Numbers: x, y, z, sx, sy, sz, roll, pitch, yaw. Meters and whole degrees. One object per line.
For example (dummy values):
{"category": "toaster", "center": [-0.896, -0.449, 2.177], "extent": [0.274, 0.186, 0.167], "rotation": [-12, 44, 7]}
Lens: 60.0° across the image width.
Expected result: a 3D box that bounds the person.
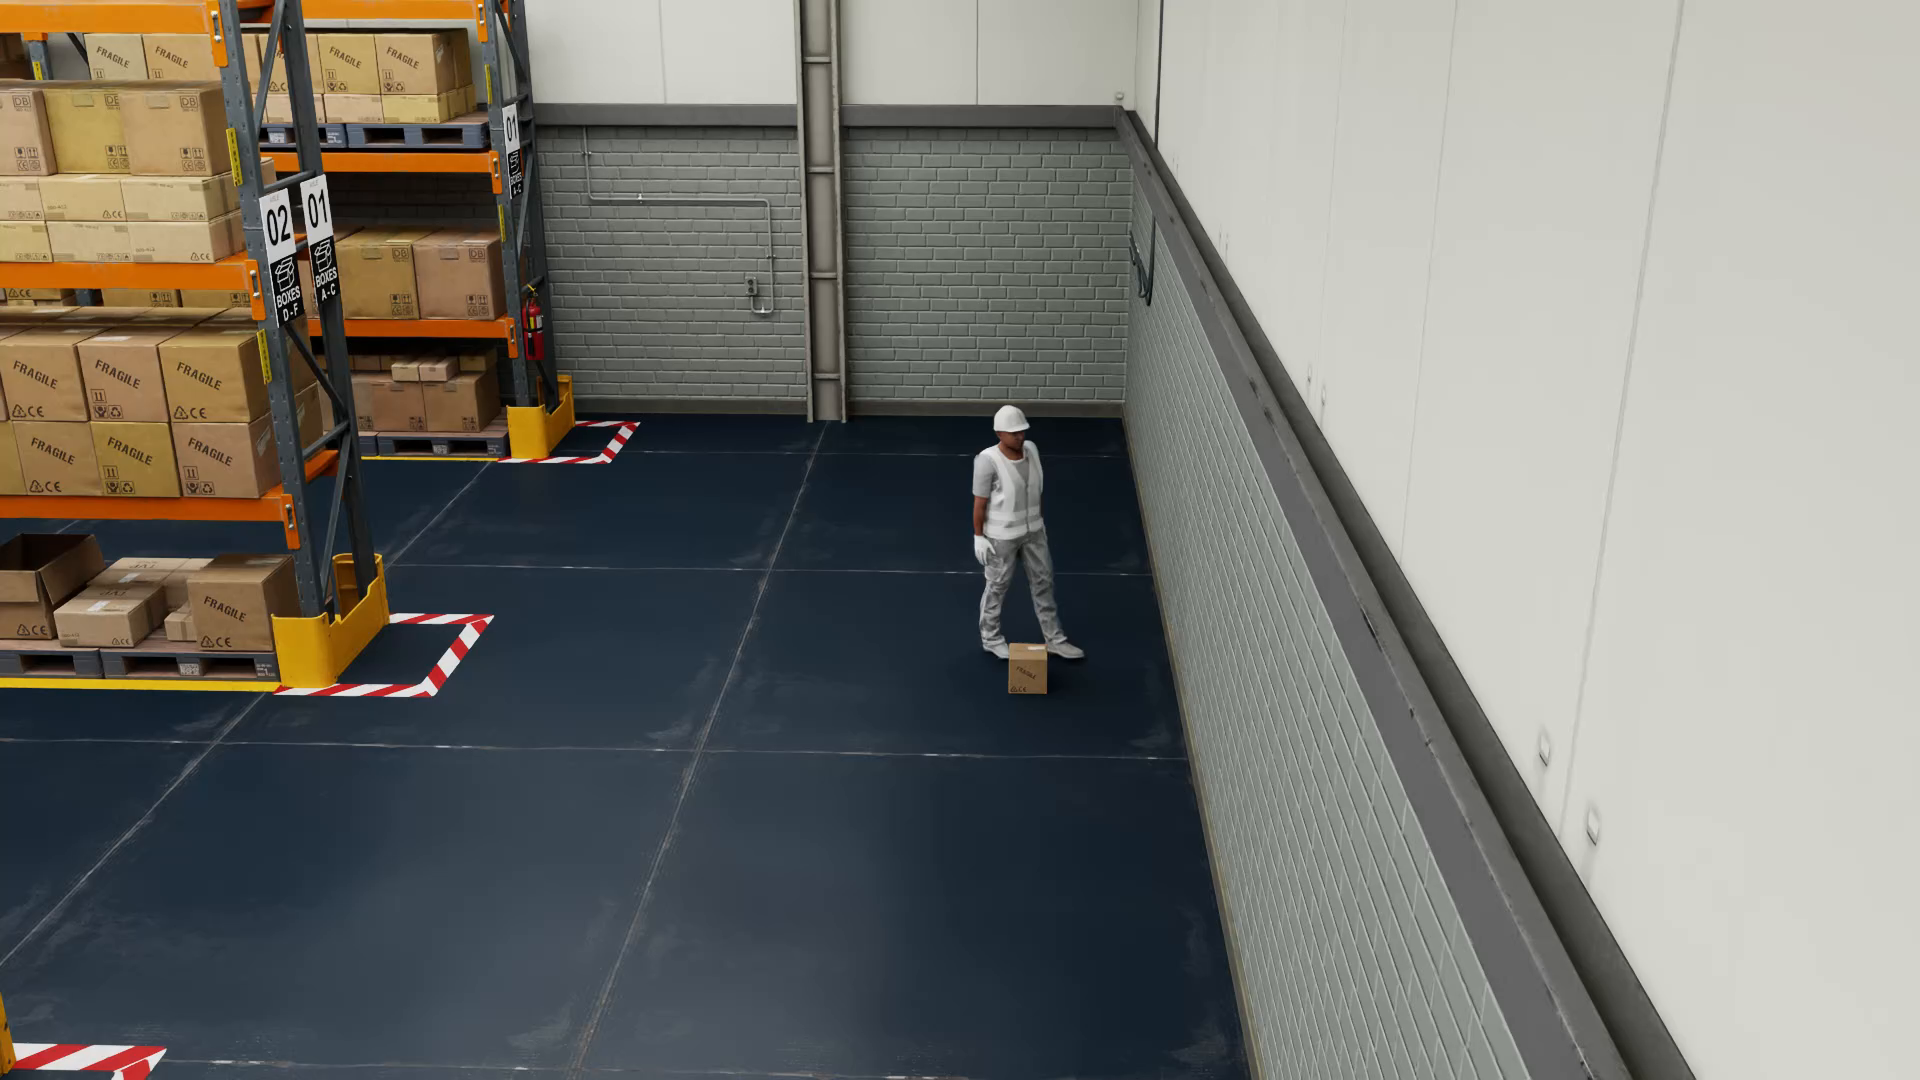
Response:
{"category": "person", "center": [0.442, -0.016, 11.067], "extent": [0.589, 1.782, 0.662], "rotation": [-16, 26, -36]}
